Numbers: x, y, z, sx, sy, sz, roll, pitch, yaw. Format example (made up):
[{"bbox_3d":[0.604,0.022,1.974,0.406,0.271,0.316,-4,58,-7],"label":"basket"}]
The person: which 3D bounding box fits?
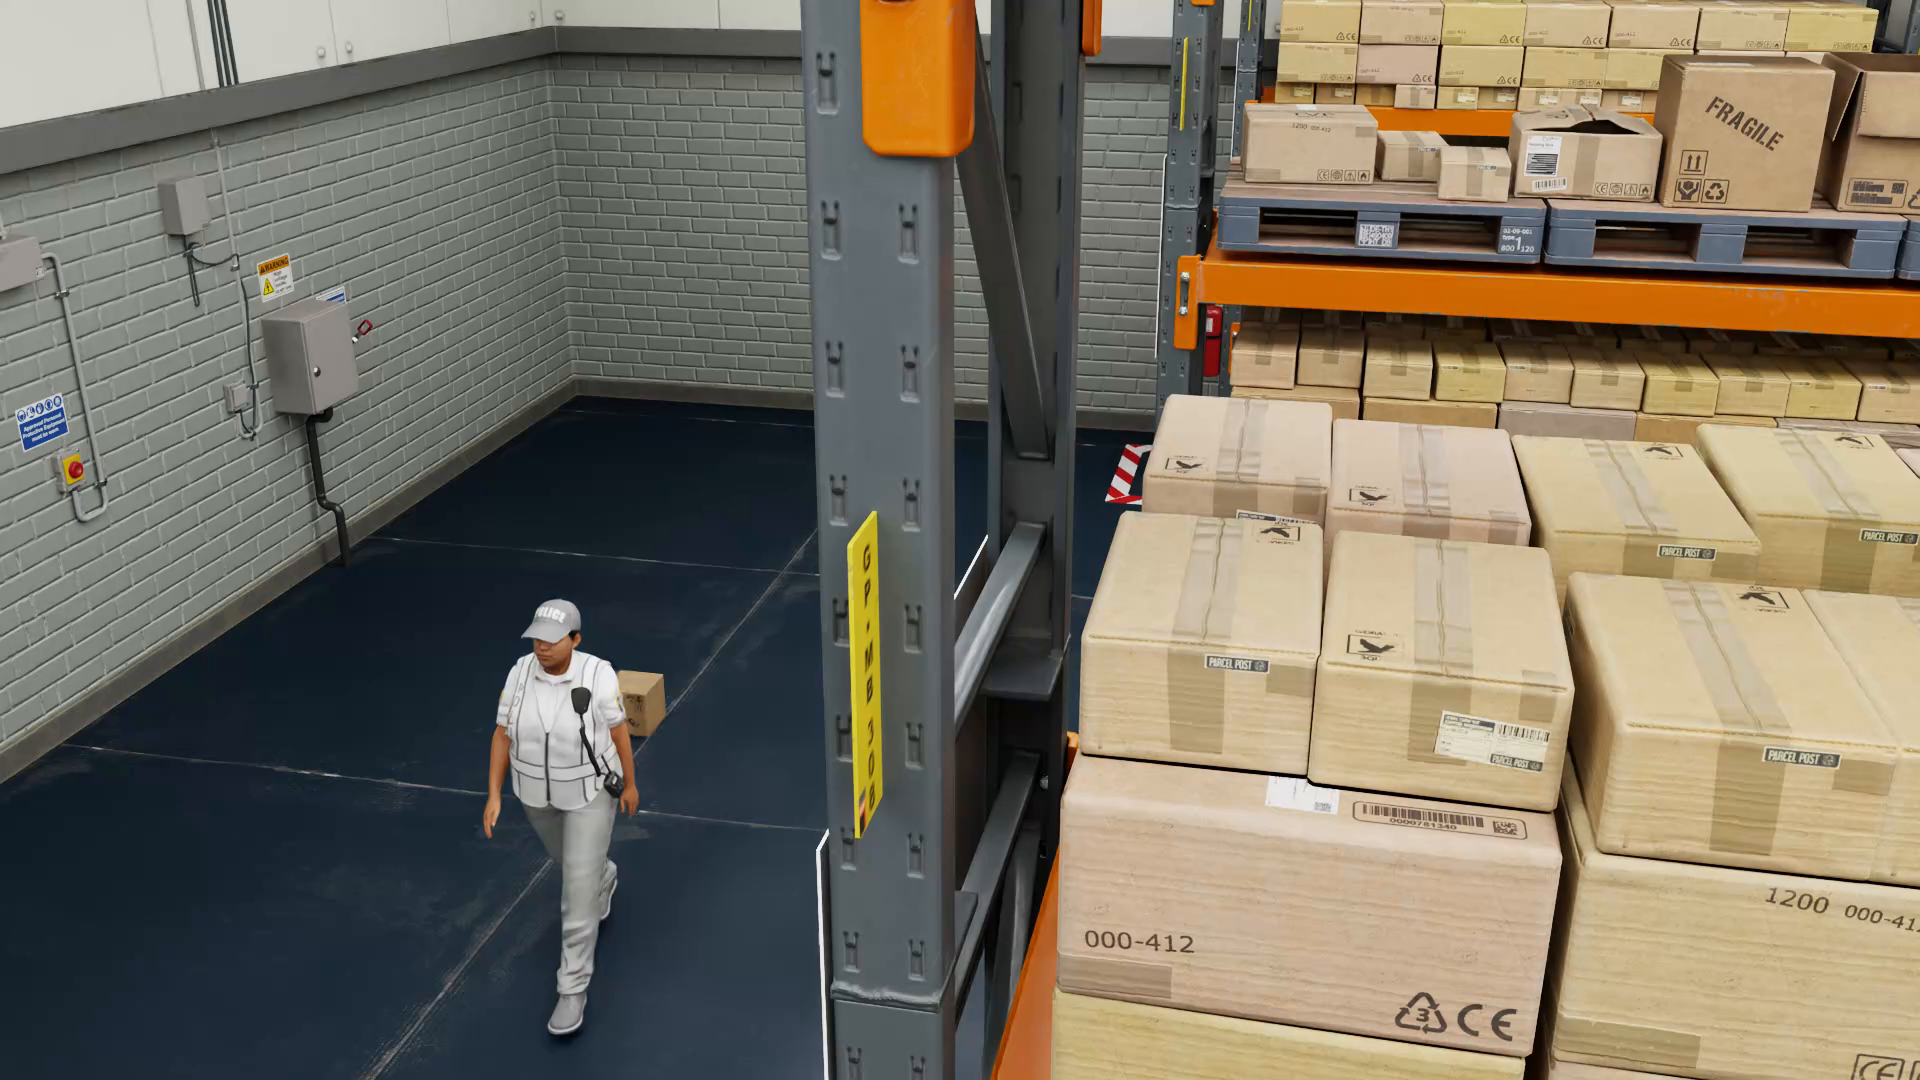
[{"bbox_3d":[-1.584,0.995,6.576,0.509,1.608,1.007,4,22,10],"label":"person"}]
